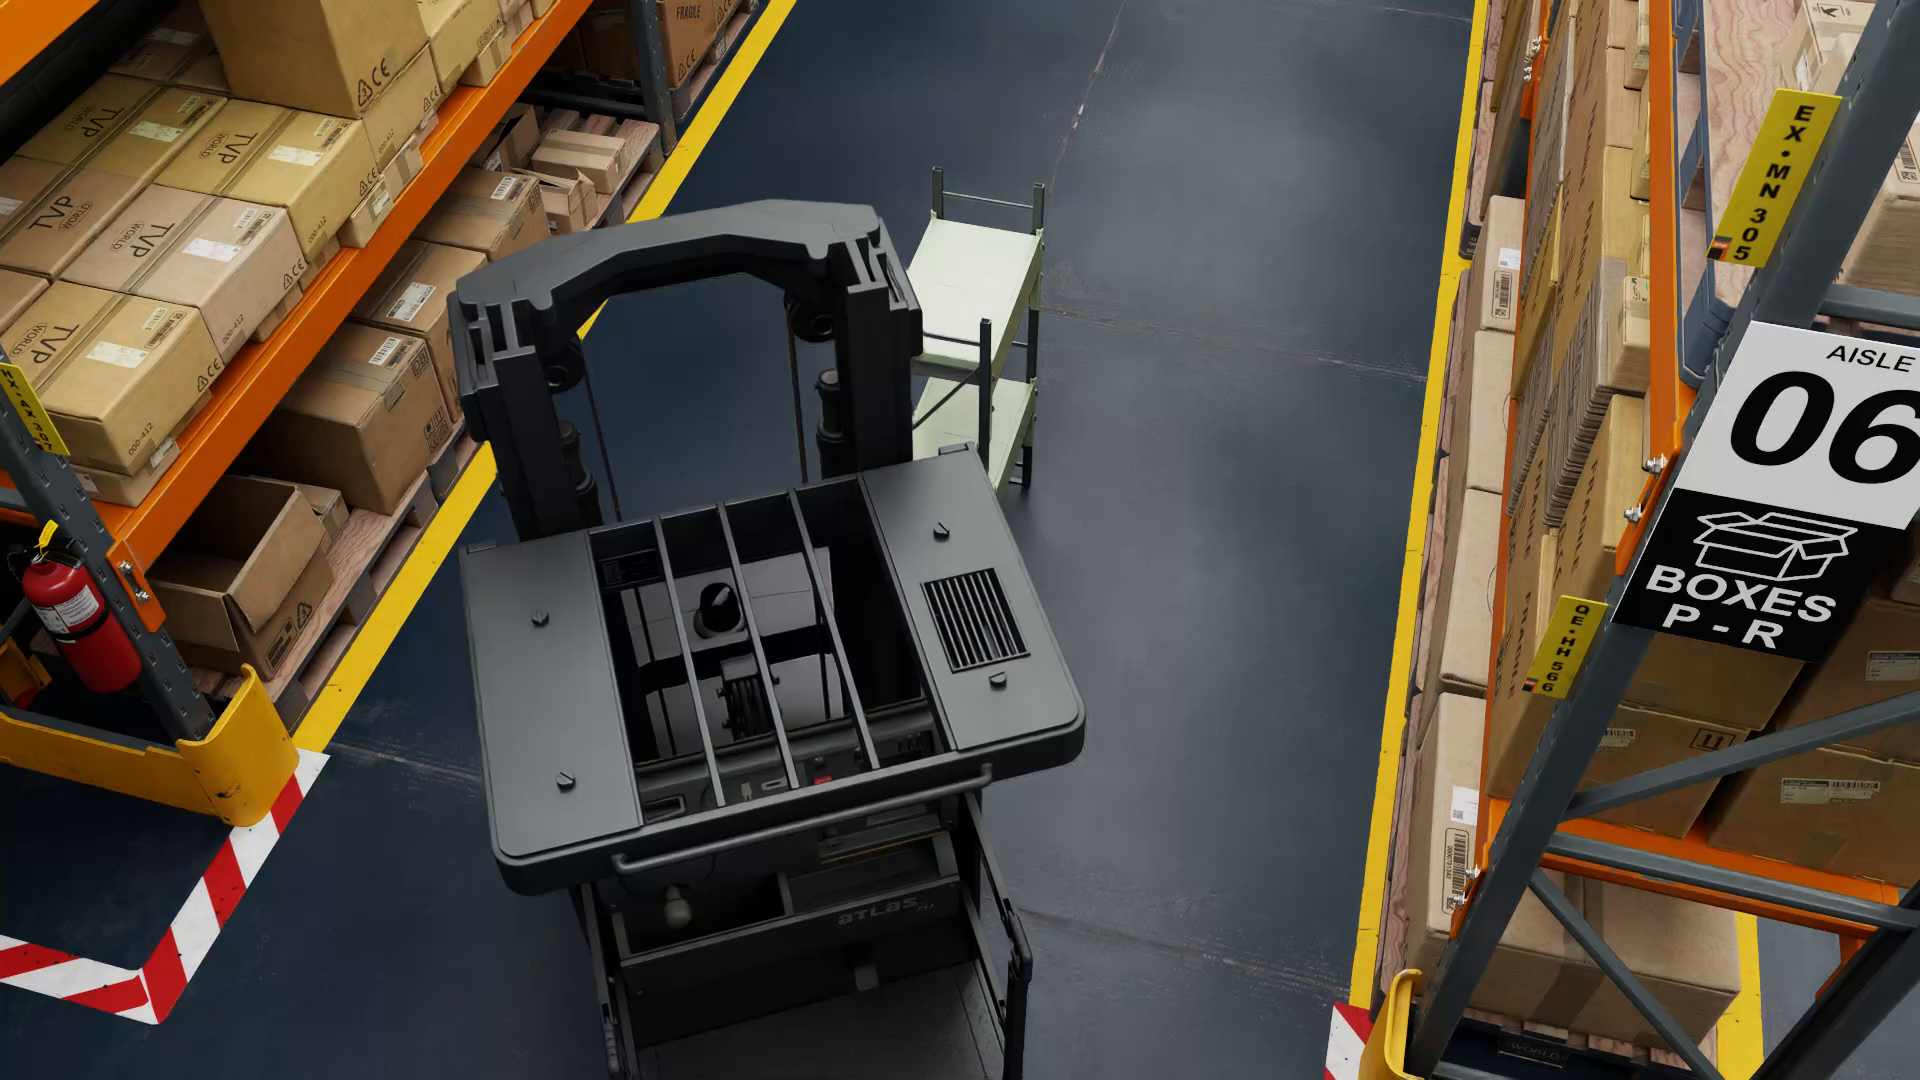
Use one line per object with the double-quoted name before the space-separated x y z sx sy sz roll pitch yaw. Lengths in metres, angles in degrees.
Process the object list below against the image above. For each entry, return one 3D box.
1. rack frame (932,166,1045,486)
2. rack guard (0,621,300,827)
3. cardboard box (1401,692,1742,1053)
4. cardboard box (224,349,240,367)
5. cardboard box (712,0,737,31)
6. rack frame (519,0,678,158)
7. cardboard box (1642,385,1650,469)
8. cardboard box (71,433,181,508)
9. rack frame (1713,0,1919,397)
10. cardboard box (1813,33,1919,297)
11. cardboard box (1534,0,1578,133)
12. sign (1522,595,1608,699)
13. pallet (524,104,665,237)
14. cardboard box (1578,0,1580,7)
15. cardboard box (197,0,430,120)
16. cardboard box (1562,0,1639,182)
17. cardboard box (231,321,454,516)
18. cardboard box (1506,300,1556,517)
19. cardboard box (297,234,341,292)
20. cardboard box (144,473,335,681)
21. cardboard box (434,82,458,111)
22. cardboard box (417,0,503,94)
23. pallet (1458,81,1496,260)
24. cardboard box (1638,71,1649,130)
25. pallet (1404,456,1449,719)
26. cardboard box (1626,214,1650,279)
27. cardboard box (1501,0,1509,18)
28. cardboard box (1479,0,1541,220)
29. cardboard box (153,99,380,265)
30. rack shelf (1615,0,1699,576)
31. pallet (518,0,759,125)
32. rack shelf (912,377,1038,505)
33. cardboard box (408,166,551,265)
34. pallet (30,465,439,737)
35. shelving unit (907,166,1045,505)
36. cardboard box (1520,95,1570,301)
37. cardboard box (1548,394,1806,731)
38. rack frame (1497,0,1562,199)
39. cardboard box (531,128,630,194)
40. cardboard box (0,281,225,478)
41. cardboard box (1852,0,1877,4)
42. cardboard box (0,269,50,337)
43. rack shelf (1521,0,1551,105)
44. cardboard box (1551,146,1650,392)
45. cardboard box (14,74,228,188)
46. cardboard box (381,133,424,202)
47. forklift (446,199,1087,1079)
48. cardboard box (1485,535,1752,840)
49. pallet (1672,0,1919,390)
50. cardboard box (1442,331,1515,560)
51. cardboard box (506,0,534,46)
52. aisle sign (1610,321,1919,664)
"rack frame" 0.098 -0.766 6.344 0.400 1.500 0.023 12 50 10
"rack guard" -2.965 0.606 5.801 1.175 0.500 0.348 12 50 10
"cardboard box" 1.882 1.022 5.195 0.875 0.438 0.875 10 49 9
"cardboard box" -2.576 -0.657 5.415 0.380 0.149 0.250 11 49 10
"cardboard box" -1.457 -3.064 8.760 0.500 0.500 0.500 11 49 10
"rack frame" -1.932 -3.060 7.369 1.000 3.000 0.127 12 50 10
"cardboard box" 1.750 -0.256 3.728 0.380 0.149 0.250 12 50 11
"cardboard box" -2.634 -0.267 5.071 0.380 0.149 0.250 11 50 10
"rack frame" 1.805 -1.175 1.704 1.000 3.000 0.127 12 50 10
"cardboard box" 1.836 -0.648 2.992 0.500 0.250 0.500 7 49 7
"cardboard box" 2.482 -1.828 6.215 0.500 0.500 0.500 13 50 11
"sign" 1.285 0.232 3.533 0.100 0.325 0.005 12 50 10
"pallet" -2.114 -1.640 7.976 1.003 0.211 1.213 12 50 10
"cardboard box" 2.499 -2.150 5.832 0.500 0.500 0.500 12 50 10
"cardboard box" -2.211 -1.823 5.679 0.500 0.500 0.500 13 50 11
"cardboard box" 2.214 -1.418 5.186 0.500 0.500 0.500 12 50 11
"cardboard box" -2.470 -0.512 6.508 0.700 0.500 0.500 13 50 12
"cardboard box" 1.949 -0.358 4.917 0.500 0.500 0.500 13 50 11
"cardboard box" -2.386 -1.021 5.737 0.380 0.149 0.250 12 50 11
"cardboard box" -2.732 0.097 5.967 0.797 0.503 0.637 10 49 9
"cardboard box" -2.176 -1.771 6.399 0.380 0.149 0.250 12 50 11
"cardboard box" -2.092 -1.968 6.307 0.500 0.250 0.500 11 50 10
"pallet" 2.988 -1.733 8.058 1.003 0.211 1.213 12 50 10
"cardboard box" 2.076 -1.187 4.550 0.380 0.149 0.250 13 50 11
"pallet" 2.263 0.260 6.299 1.003 0.211 1.213 12 50 10
"cardboard box" 1.843 -0.633 4.061 0.380 0.149 0.250 13 50 11
"cardboard box" 3.410 -3.284 8.704 0.875 0.875 0.875 12 50 10
"cardboard box" 2.944 -1.983 7.555 0.875 0.875 0.875 13 50 11
"cardboard box" -2.343 -1.222 5.648 0.500 0.250 0.500 11 49 9
"rack shelf" 2.331 -1.391 4.375 1.077 0.370 4.000 12 50 10
"pallet" -1.754 -2.733 8.940 1.003 0.211 1.213 12 50 10
"rack shelf" 0.002 -0.285 6.355 0.431 0.370 0.720 12 50 10
"cardboard box" -2.197 -1.263 7.170 0.700 0.500 0.500 10 49 9
"pallet" -2.756 0.125 6.418 1.003 0.211 1.213 12 50 10
"shelving unit" 0.002 -0.501 6.111 0.431 1.500 0.755 12 50 10
"cardboard box" 2.208 -1.106 5.578 0.500 0.500 0.500 12 50 10
"cardboard box" 1.702 0.051 3.890 0.500 0.500 0.500 13 50 11
"rack frame" 2.858 -2.083 6.506 1.000 3.000 0.127 12 50 10
"cardboard box" -1.795 -1.794 7.873 0.380 0.149 0.250 10 49 9
"cardboard box" -2.605 -0.490 5.002 0.500 0.250 0.500 12 50 10
"cardboard box" 2.247 -1.397 3.614 0.500 0.311 0.500 12 50 11
"cardboard box" -3.120 -0.600 5.100 0.500 0.250 0.500 13 50 11
"rack shelf" 3.384 -3.291 8.053 1.077 0.370 4.000 12 50 10
"cardboard box" 1.945 -0.690 4.544 0.500 0.500 0.500 11 50 10
"cardboard box" -2.848 -1.330 5.744 0.500 0.250 0.500 13 50 11
"cardboard box" -2.197 -1.383 6.057 0.380 0.149 0.250 13 50 11
"forklift" -0.404 0.801 4.007 1.130 2.935 3.031 -12 50 -11
"cardboard box" 1.677 0.376 4.269 0.500 0.500 0.500 12 50 10
"pallet" 1.990 -0.691 3.337 1.003 0.211 1.213 12 50 10
"cardboard box" 2.354 -0.293 6.356 0.875 0.438 0.875 10 49 9
"cardboard box" -1.960 -2.126 6.712 0.380 0.149 0.250 13 50 11
"aisle sign" 1.487 -0.059 2.986 0.394 0.787 0.004 12 50 10
